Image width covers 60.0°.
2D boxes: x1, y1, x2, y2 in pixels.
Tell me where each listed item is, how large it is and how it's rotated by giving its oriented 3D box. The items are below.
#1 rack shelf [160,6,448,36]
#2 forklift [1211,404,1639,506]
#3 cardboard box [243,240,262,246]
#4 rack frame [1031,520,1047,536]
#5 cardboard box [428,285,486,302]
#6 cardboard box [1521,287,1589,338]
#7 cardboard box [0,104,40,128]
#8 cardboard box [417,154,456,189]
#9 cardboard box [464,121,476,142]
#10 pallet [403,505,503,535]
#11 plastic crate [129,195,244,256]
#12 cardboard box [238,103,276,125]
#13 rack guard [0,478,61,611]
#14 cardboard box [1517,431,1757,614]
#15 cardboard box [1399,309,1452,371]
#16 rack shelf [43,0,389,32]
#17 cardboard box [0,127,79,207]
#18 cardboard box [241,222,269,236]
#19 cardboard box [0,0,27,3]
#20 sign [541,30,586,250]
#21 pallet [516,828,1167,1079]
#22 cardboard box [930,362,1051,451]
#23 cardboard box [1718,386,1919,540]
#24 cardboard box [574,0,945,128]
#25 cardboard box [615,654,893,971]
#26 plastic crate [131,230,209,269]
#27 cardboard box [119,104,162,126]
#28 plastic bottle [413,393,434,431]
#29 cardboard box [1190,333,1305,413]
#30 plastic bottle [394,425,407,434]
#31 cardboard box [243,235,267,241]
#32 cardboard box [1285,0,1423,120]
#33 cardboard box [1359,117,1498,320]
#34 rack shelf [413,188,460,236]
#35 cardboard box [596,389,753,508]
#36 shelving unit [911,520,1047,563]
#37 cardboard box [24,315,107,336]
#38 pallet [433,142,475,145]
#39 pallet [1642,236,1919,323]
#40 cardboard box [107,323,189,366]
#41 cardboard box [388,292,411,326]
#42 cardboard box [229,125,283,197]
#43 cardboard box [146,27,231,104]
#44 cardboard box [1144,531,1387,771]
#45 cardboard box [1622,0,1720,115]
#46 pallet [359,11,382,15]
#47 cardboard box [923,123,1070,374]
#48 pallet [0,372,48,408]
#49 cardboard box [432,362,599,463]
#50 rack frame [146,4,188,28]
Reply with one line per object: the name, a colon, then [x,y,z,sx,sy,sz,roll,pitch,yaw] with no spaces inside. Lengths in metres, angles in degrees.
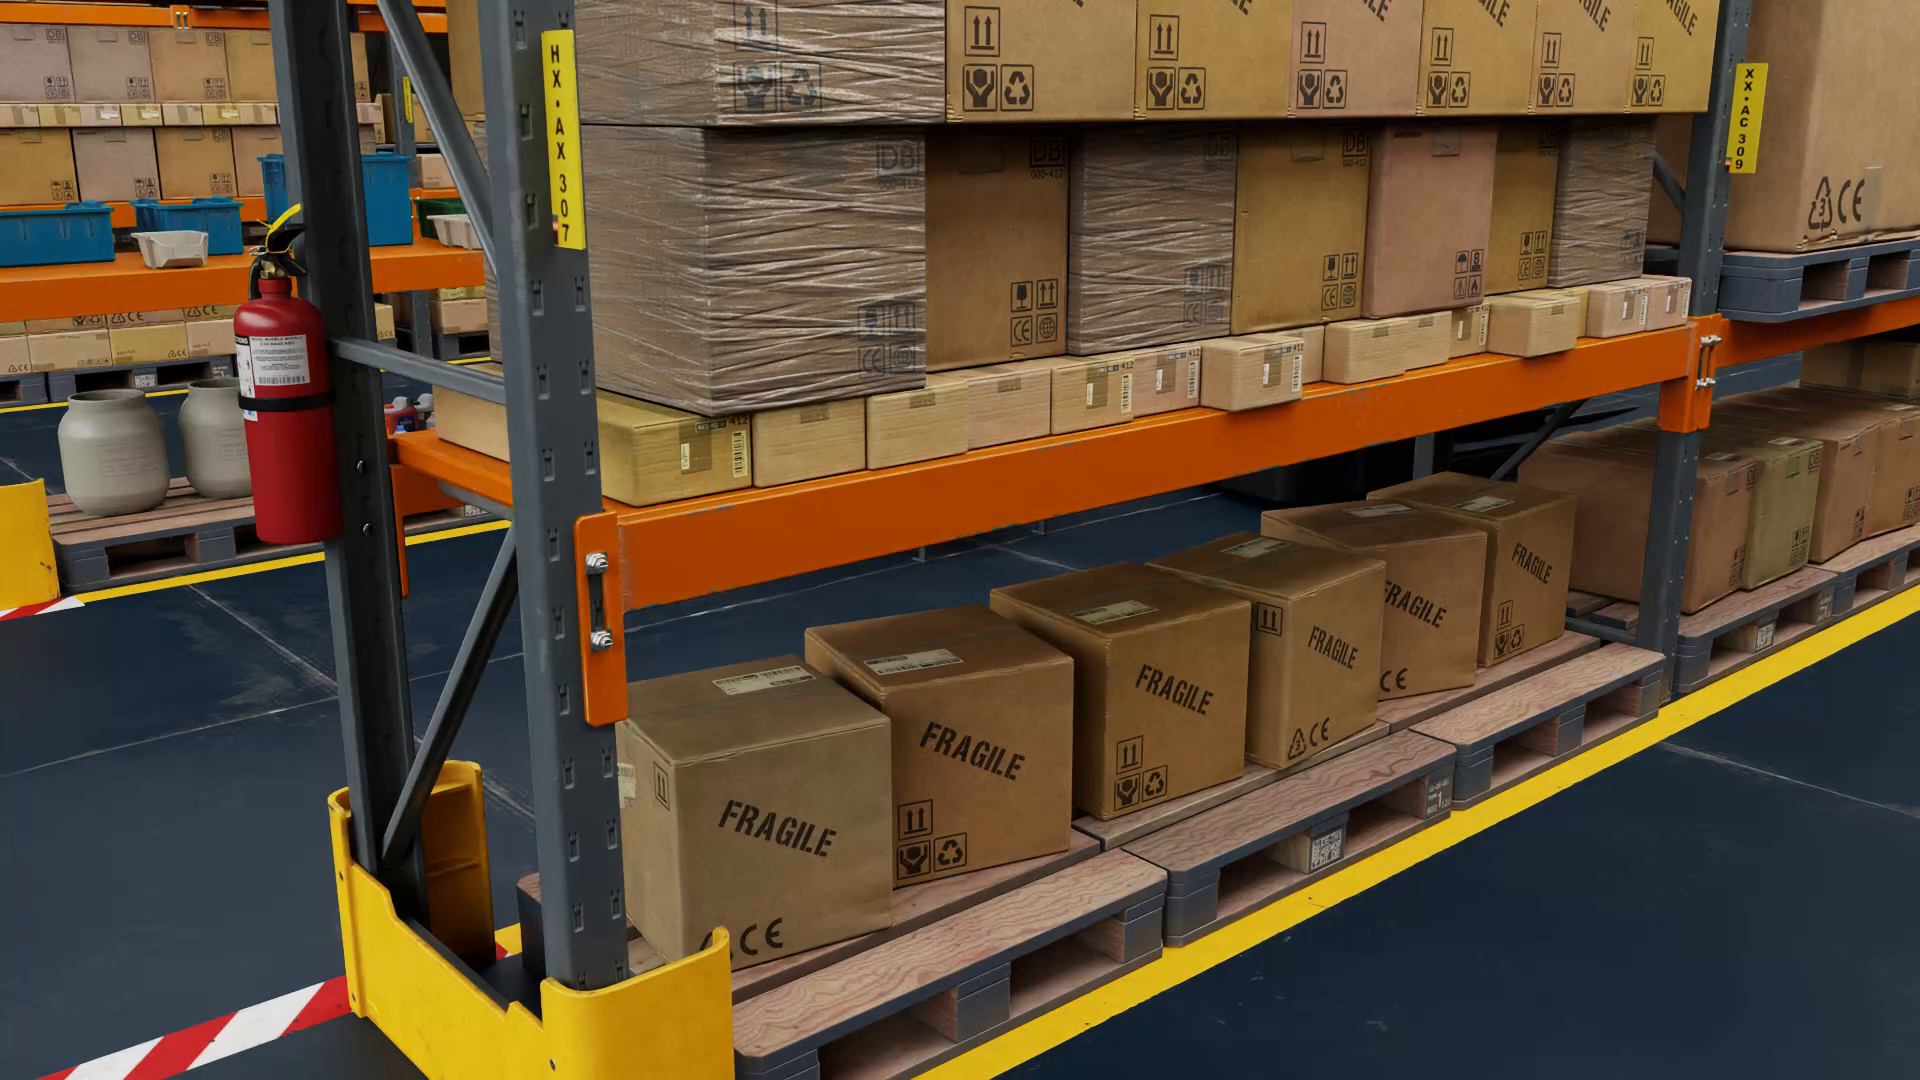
rack shelf: [-6.198,-5.314,17.413,4.000,0.370,1.077,-13,19,-39]
forklift: [2.567,-1.847,8.984,3.031,2.935,1.130,-10,18,-32]
cardboard box: [-5.043,-1.943,12.272,0.500,0.500,0.500,-13,19,-39]
rack frame: [0.271,-0.785,7.784,0.023,1.500,0.400,-13,19,-39]
cardboard box: [-3.977,-2.077,13.139,0.500,0.311,0.500,-13,19,-39]
cardboard box: [1.656,-0.694,5.024,0.250,0.149,0.380,-13,19,-39]
cardboard box: [-6.254,-2.793,10.945,0.250,0.149,0.380,-14,20,-41]
cardboard box: [-4.109,-2.929,13.194,0.500,0.250,0.500,-11,19,-36]
cardboard box: [-5.441,-4.630,18.226,0.700,0.500,0.500,14,20,42]
pallet: [-2.658,-0.284,8.405,1.213,0.211,1.003,-13,19,-39]
plastic crate: [-3.546,-1.447,7.644,0.408,0.251,0.499,-13,19,-39]
cardboard box: [-5.098,-3.053,11.915,0.250,0.149,0.380,-13,20,-39]
rack guard: [-4.194,-0.081,7.086,0.348,0.500,1.175,-13,19,-39]
cardboard box: [2.525,-0.085,6.248,0.700,0.500,0.500,14,21,43]
cardboard box: [1.103,-0.563,4.533,0.250,0.149,0.380,-13,19,-39]
rack shelf: [-5.961,-3.672,11.268,4.000,0.370,1.077,-13,19,-39]
cardboard box: [-6.338,-2.530,11.215,0.500,0.500,0.700,-12,19,-39]
cardboard box: [-7.162,-3.006,17.183,0.500,0.500,0.700,-12,19,-38]
cardboard box: [-8.708,-5.062,14.845,0.500,0.500,0.500,-14,20,-41]
sign: [-0.613,-0.615,2.564,0.005,0.325,0.100,-13,19,-39]
pallet: [-0.276,0.901,3.969,1.213,0.211,1.003,-13,19,-39]
cardboard box: [-0.023,-0.308,3.577,0.250,0.149,0.380,-13,19,-39]
cardboard box: [3.740,-0.352,7.246,0.500,0.500,0.700,-11,18,-35]
cardboard box: [-0.376,-1.018,3.041,0.500,0.500,0.500,-13,19,-39]
cardboard box: [-0.487,0.599,3.724,0.500,0.500,0.500,-9,17,-29]
plastic crate: [-3.335,-1.229,7.048,0.250,0.136,0.298,-13,19,-39]
cardboard box: [-5.674,-2.923,11.430,0.250,0.149,0.380,-12,19,-38]
plastic bottle: [-2.810,-0.621,8.688,0.135,0.276,0.152,-13,20,-41]
cardboard box: [0.597,-0.419,3.991,0.250,0.149,0.380,-13,19,-39]
plastic bottle: [-2.649,-0.408,7.899,0.097,0.271,0.097,0,15,0]
cardboard box: [-5.379,-2.043,12.646,0.500,0.500,0.500,-13,19,-39]
cardboard box: [0.756,-1.272,3.993,0.500,0.500,0.500,-13,19,-39]
cardboard box: [0.957,-0.926,4.635,0.500,0.500,0.875,-13,19,-39]
rack shelf: [-2.943,-2.901,14.192,4.000,0.370,1.077,-13,19,-39]
cardboard box: [-0.598,-0.183,3.111,0.250,0.149,0.380,-13,19,-39]
shelving unit: [-0.005,-0.723,7.552,0.755,1.500,0.431,-13,19,-39]
cardboard box: [-6.174,-1.689,11.320,0.500,0.500,0.500,-13,19,-39]
pallet: [-5.157,-4.317,18.470,1.003,0.211,1.213,-13,19,-39]
pallet: [2.720,-0.989,6.012,1.213,0.211,1.003,-13,19,-39]
cardboard box: [-5.786,-1.408,11.722,0.500,0.250,0.500,-13,19,-39]
cardboard box: [-4.330,-1.911,13.605,0.500,0.250,0.500,-13,20,-40]
cardboard box: [-5.176,-2.791,12.192,0.500,0.500,0.700,-13,20,-40]
cardboard box: [-5.541,-3.338,11.726,0.500,0.500,0.700,-13,20,-39]
cardboard box: [0.876,0.303,4.832,0.500,0.500,0.500,14,20,42]
cardboard box: [1.889,-1.526,4.942,0.500,0.500,0.500,-13,19,-39]
pallet: [-6.391,-5.492,17.050,1.003,0.211,1.213,-13,19,-39]
cardboard box: [-0.238,-0.691,3.753,0.500,0.500,0.875,-13,19,-39]
pallet: [-6.920,-1.023,11.169,1.213,0.211,1.003,-13,19,-39]
cardboard box: [-0.890,-0.270,3.435,0.250,0.149,0.380,-13,19,-39]
rack frame: [-7.707,-3.873,16.439,0.127,3.000,1.000,-13,19,-39]
